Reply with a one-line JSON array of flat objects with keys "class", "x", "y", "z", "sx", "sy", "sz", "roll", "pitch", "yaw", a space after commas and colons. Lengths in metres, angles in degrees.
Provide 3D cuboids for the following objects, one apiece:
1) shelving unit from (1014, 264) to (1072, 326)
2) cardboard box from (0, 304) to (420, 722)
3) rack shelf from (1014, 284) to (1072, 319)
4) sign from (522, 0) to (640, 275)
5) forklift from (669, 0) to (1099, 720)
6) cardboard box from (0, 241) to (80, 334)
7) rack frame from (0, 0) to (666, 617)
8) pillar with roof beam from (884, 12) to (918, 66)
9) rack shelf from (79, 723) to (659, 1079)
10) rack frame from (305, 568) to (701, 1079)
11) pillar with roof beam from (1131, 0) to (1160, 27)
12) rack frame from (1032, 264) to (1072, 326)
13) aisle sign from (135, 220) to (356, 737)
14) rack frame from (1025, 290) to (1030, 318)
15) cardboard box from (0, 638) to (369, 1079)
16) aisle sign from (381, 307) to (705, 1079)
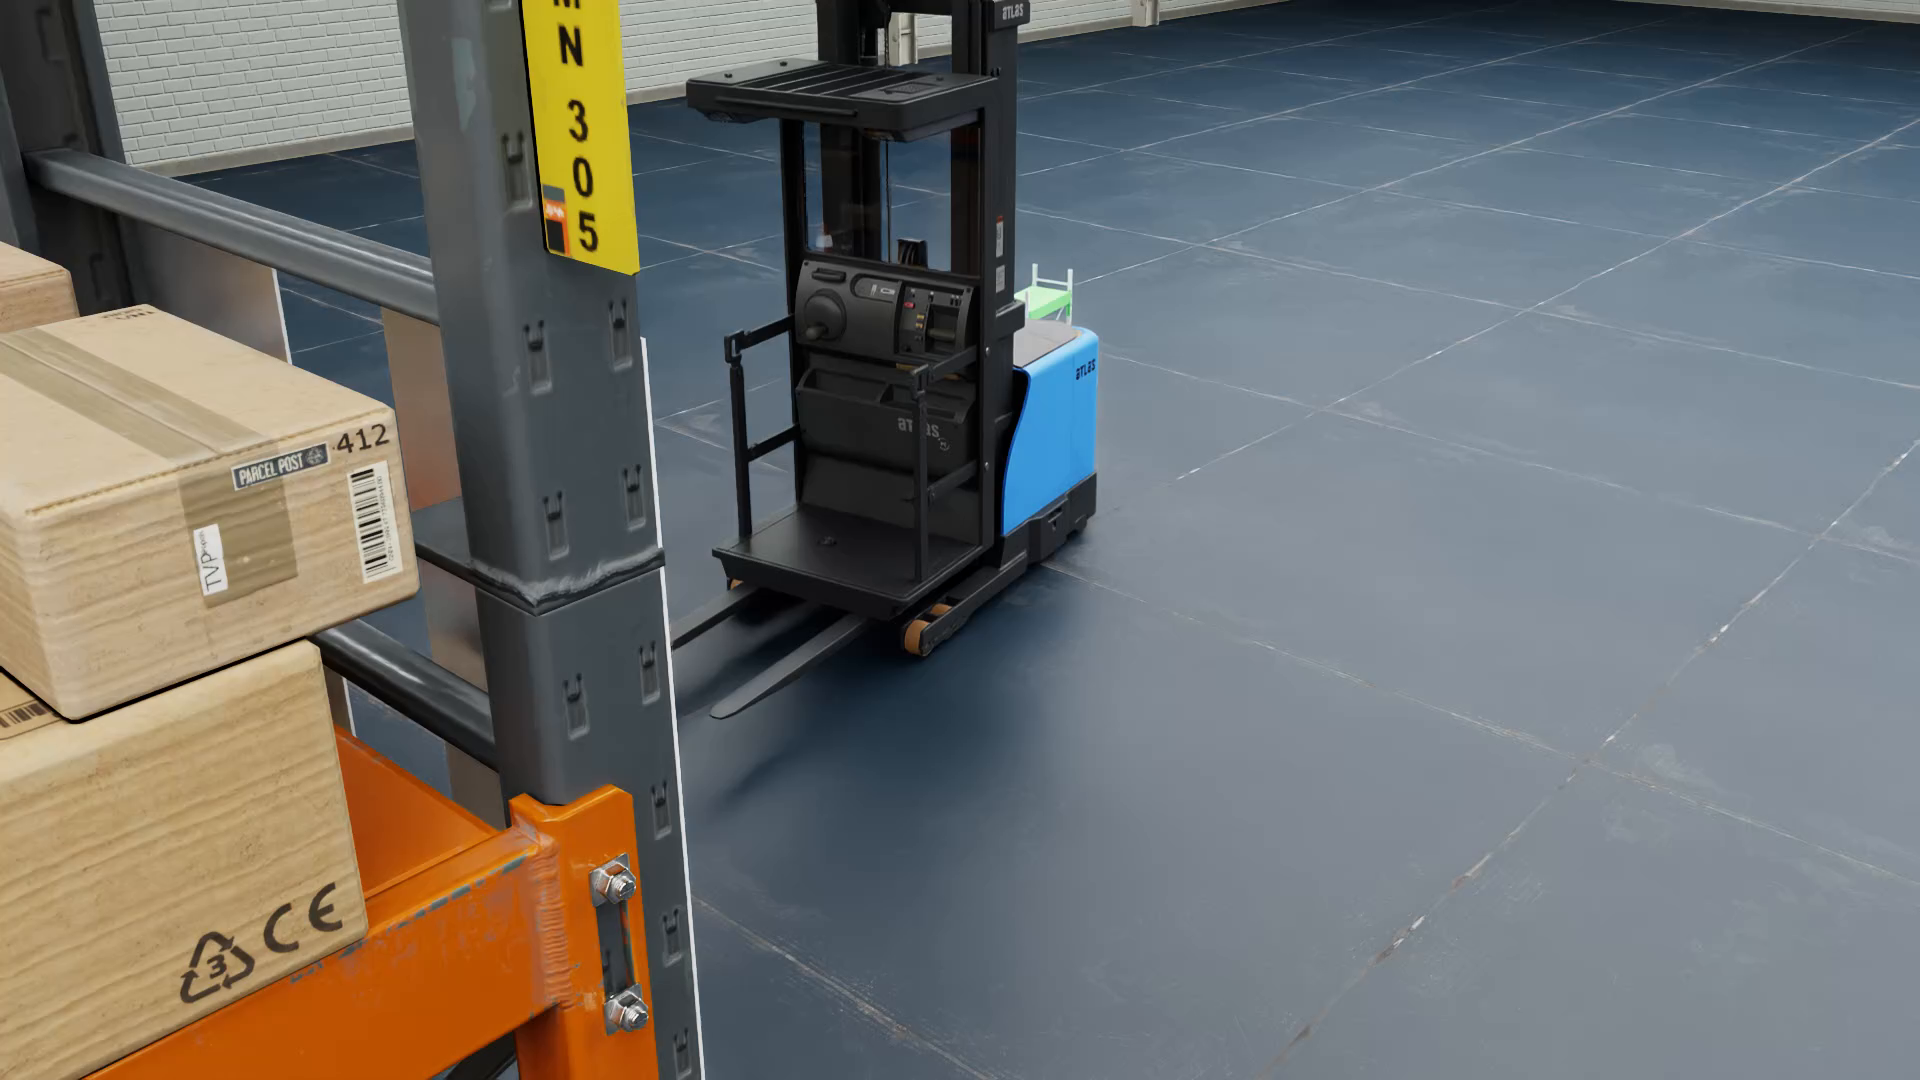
[{"class": "shelving unit", "x": 0.385, "y": -0.874, "z": 9.233, "sx": 0.258, "sy": 1.200, "sz": 0.503, "roll": 14, "pitch": 28, "yaw": 28}, {"class": "cardboard box", "x": -0.610, "y": -0.040, "z": 1.202, "sx": 0.380, "sy": 0.149, "sz": 0.250, "roll": 20, "pitch": 31, "yaw": 38}, {"class": "rack shelf", "x": 0.385, "y": -1.254, "z": 9.063, "sx": 0.258, "sy": 0.148, "sz": 0.480, "roll": 14, "pitch": 28, "yaw": 28}, {"class": "sign", "x": -0.257, "y": -0.343, "z": 1.099, "sx": 0.100, "sy": 0.325, "sz": 0.005, "roll": 20, "pitch": 31, "yaw": 38}, {"class": "forklift", "x": -0.461, "y": -1.023, "z": 7.448, "sx": 1.130, "sy": 2.935, "sz": 3.031, "roll": 14, "pitch": 28, "yaw": 28}, {"class": "cardboard box", "x": -1.013, "y": -0.189, "z": 1.535, "sx": 0.380, "sy": 0.149, "sz": 0.250, "roll": 20, "pitch": 31, "yaw": 37}, {"class": "rack frame", "x": -0.657, "y": -1.465, "z": 1.018, "sx": 1.000, "sy": 3.000, "sz": 0.127, "roll": 20, "pitch": 31, "yaw": 38}, {"class": "pillar with roof beam", "x": 2.347, "y": -9.868, "z": 19.759, "sx": 9.100, "sy": 9.000, "sz": 0.400, "roll": 20, "pitch": 31, "yaw": 38}, {"class": "rack shelf", "x": -1.992, "y": 0.841, "z": 0.420, "sx": 1.077, "sy": 0.370, "sz": 4.000, "roll": 20, "pitch": 31, "yaw": 38}, {"class": "rack frame", "x": -0.657, "y": 1.272, "z": 2.246, "sx": 1.000, "sy": 3.000, "sz": 0.127, "roll": 20, "pitch": 31, "yaw": 38}, {"class": "pillar with roof beam", "x": 6.352, "y": -11.696, "z": 23.836, "sx": 9.100, "sy": 9.000, "sz": 0.400, "roll": 20, "pitch": 31, "yaw": 38}, {"class": "rack frame", "x": 0.511, "y": -0.960, "z": 9.424, "sx": 0.240, "sy": 1.200, "sz": 0.015, "roll": 14, "pitch": 28, "yaw": 28}, {"class": "aisle sign", "x": -0.839, "y": -0.015, "z": 1.939, "sx": 0.394, "sy": 0.787, "sz": 0.004, "roll": 20, "pitch": 31, "yaw": 38}, {"class": "rack frame", "x": 0.260, "y": -0.788, "z": 9.042, "sx": 0.240, "sy": 1.200, "sz": 0.015, "roll": 14, "pitch": 28, "yaw": 28}, {"class": "cardboard box", "x": -0.790, "y": 0.188, "z": 1.180, "sx": 0.500, "sy": 0.250, "sz": 0.500, "roll": 21, "pitch": 32, "yaw": 39}, {"class": "aisle sign", "x": -0.393, "y": 0.149, "z": 1.573, "sx": 0.394, "sy": 0.787, "sz": 0.004, "roll": 20, "pitch": 31, "yaw": 38}]
